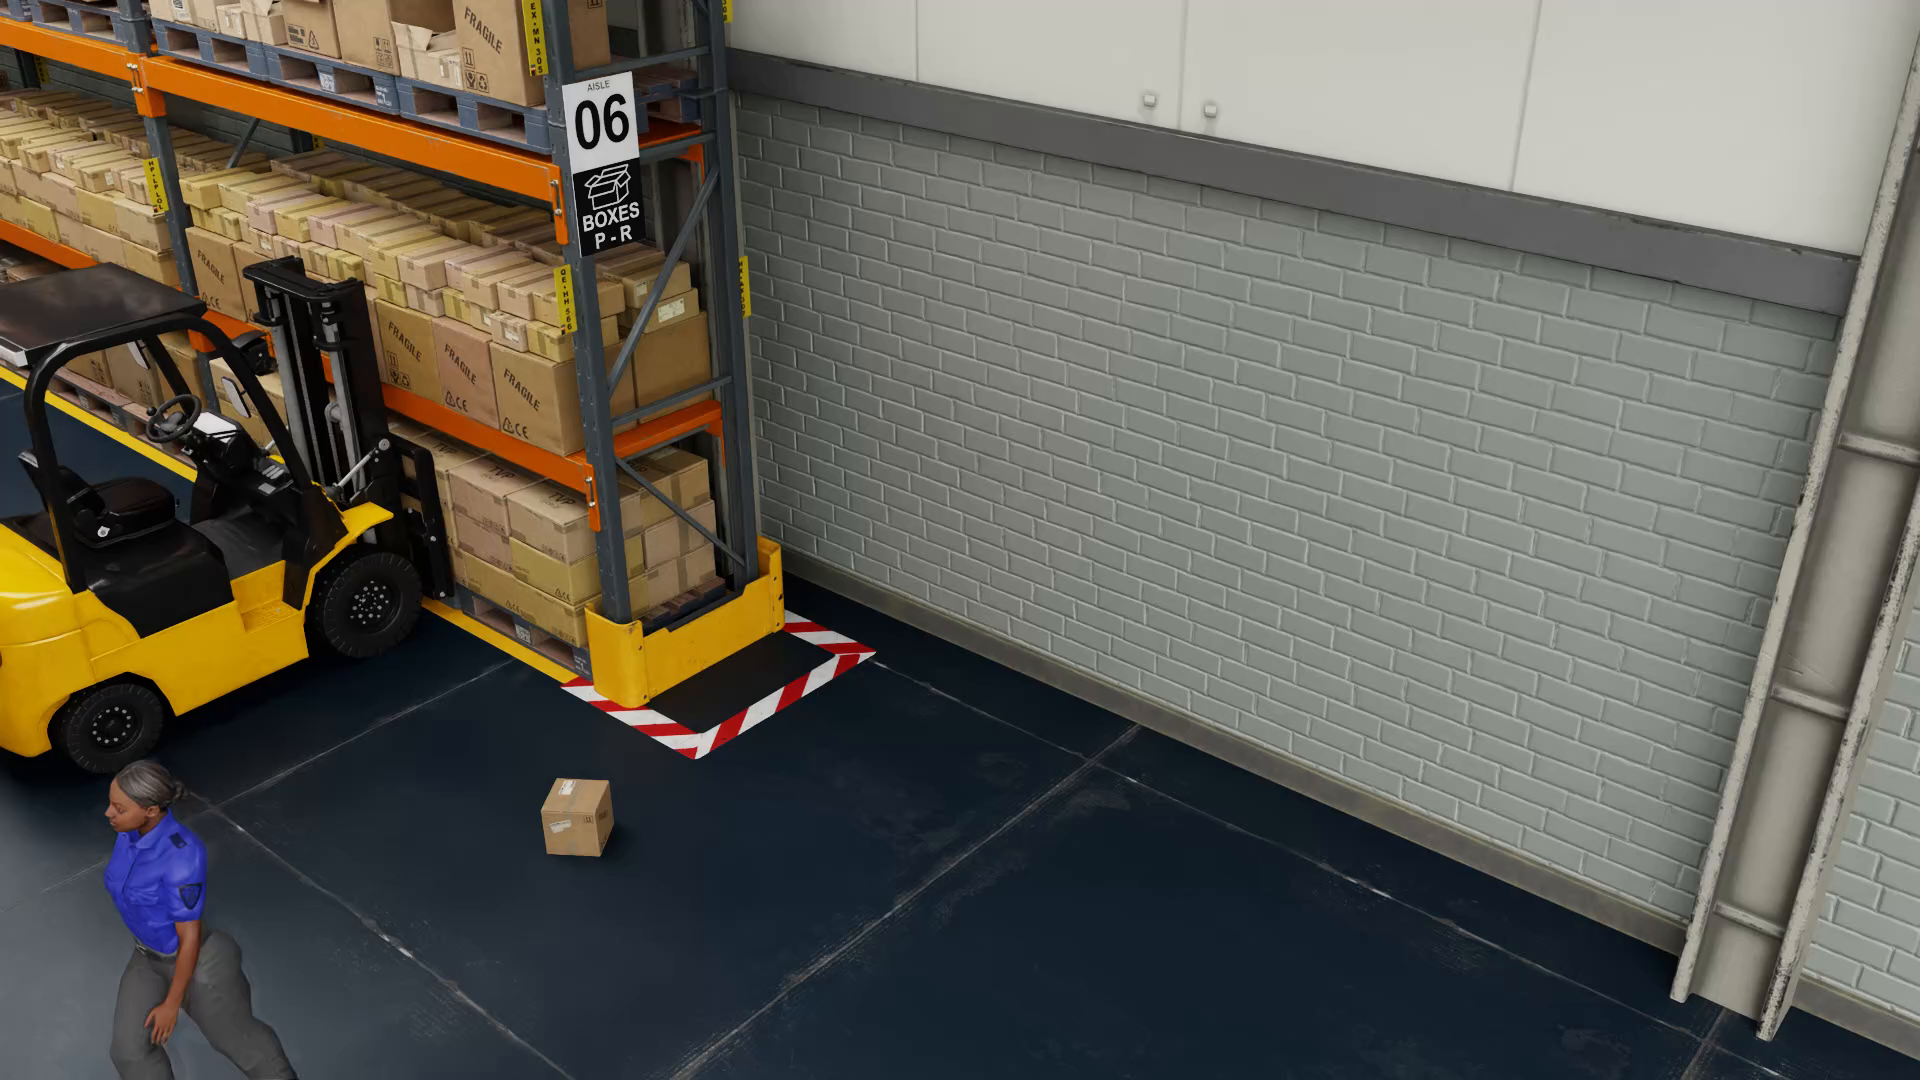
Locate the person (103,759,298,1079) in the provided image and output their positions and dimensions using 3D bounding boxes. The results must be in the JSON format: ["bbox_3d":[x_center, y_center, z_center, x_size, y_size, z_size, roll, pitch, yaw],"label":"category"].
[{"bbox_3d":[-2.726,1.509,5.747,0.448,1.699,0.657,19,33,31],"label":"person"}]
